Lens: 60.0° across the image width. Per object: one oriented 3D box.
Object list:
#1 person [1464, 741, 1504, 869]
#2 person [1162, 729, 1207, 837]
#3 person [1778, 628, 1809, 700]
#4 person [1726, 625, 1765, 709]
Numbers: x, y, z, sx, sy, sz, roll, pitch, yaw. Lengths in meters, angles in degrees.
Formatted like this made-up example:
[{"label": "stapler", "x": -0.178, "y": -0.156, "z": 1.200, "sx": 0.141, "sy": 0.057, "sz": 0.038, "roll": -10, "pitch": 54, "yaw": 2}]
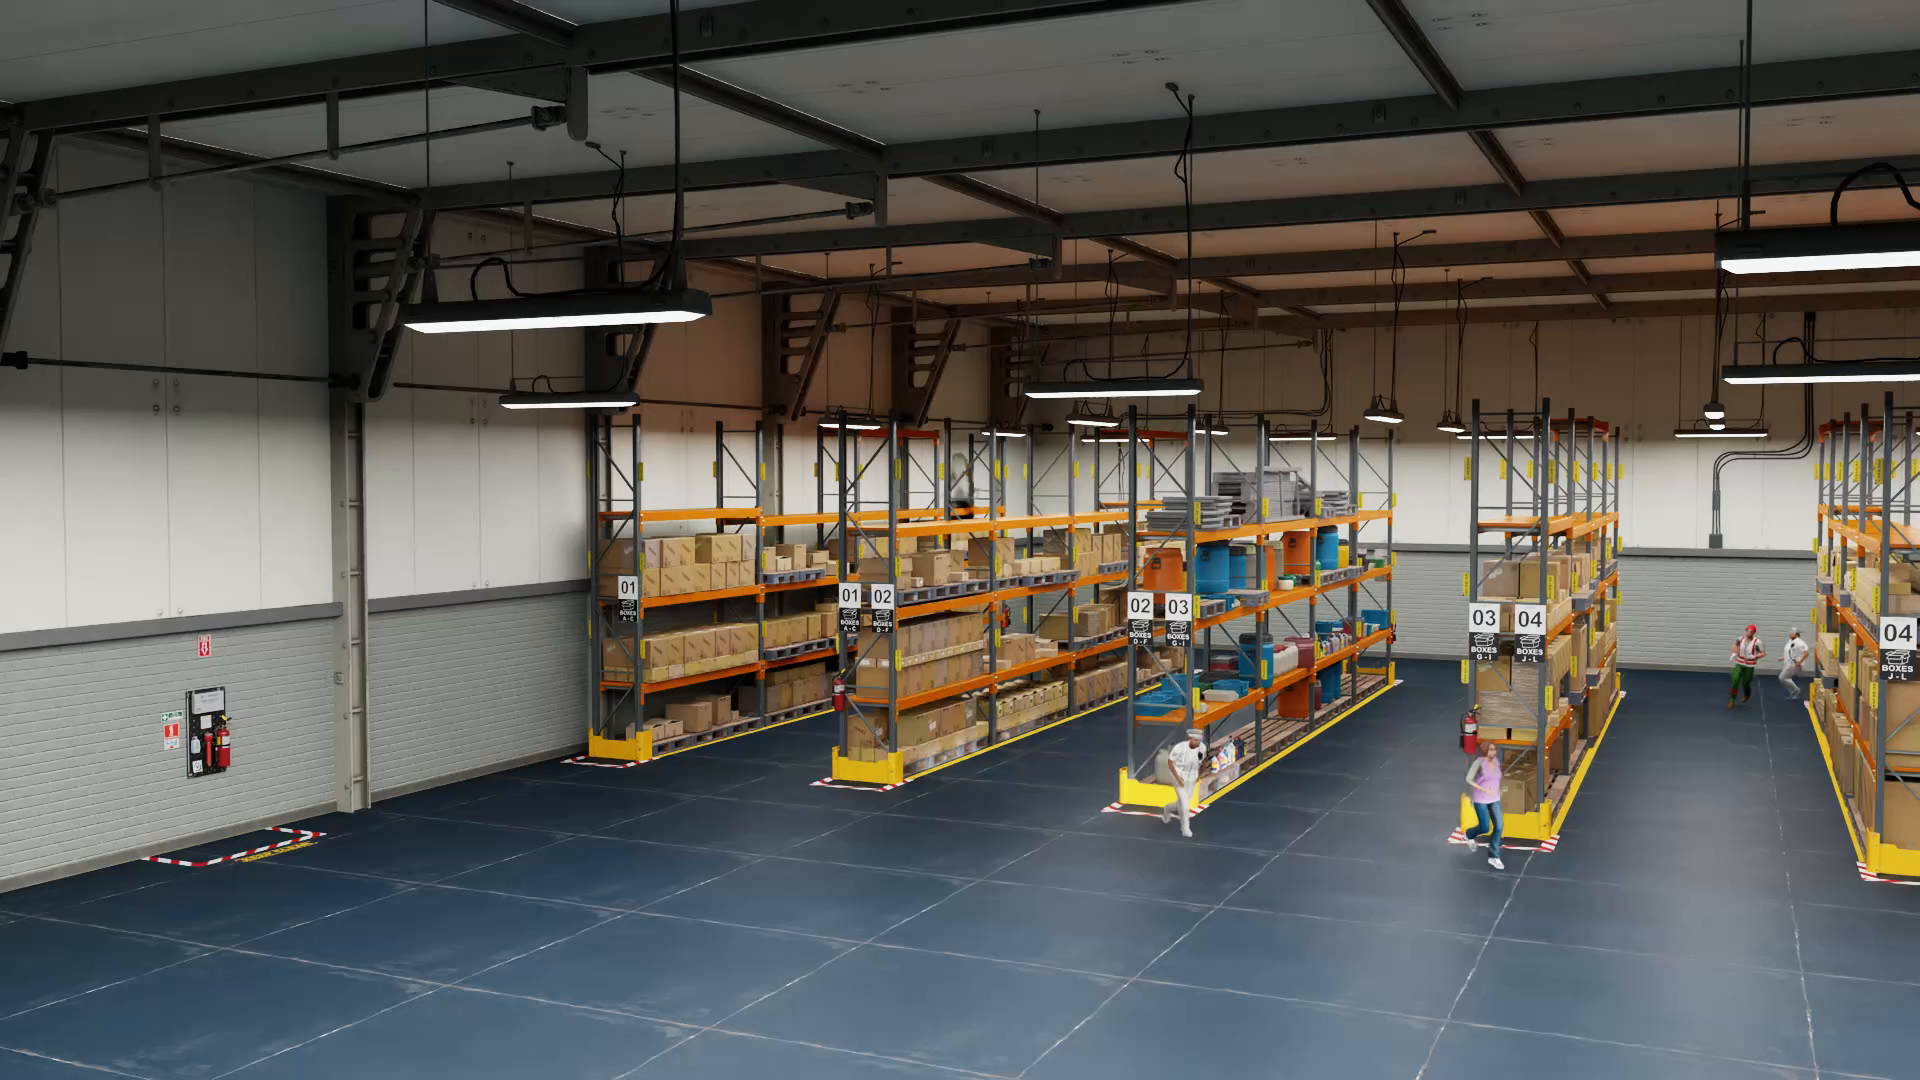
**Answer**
[{"label": "person", "x": 6.709, "y": 3.348, "z": 21.254, "sx": 0.577, "sy": 1.594, "sz": 0.752, "roll": -1, "pitch": 2, "yaw": -18}, {"label": "person", "x": 3.101, "y": 3.320, "z": 22.984, "sx": 0.585, "sy": 1.526, "sz": 0.900, "roll": -1, "pitch": 2, "yaw": -20}, {"label": "person", "x": 18.127, "y": 2.712, "z": 36.242, "sx": 0.542, "sy": 1.615, "sz": 0.665, "roll": 0, "pitch": 2, "yaw": 4}, {"label": "person", "x": 16.709, "y": 2.677, "z": 35.277, "sx": 0.697, "sy": 1.789, "sz": 0.919, "roll": 2, "pitch": 3, "yaw": 42}]
